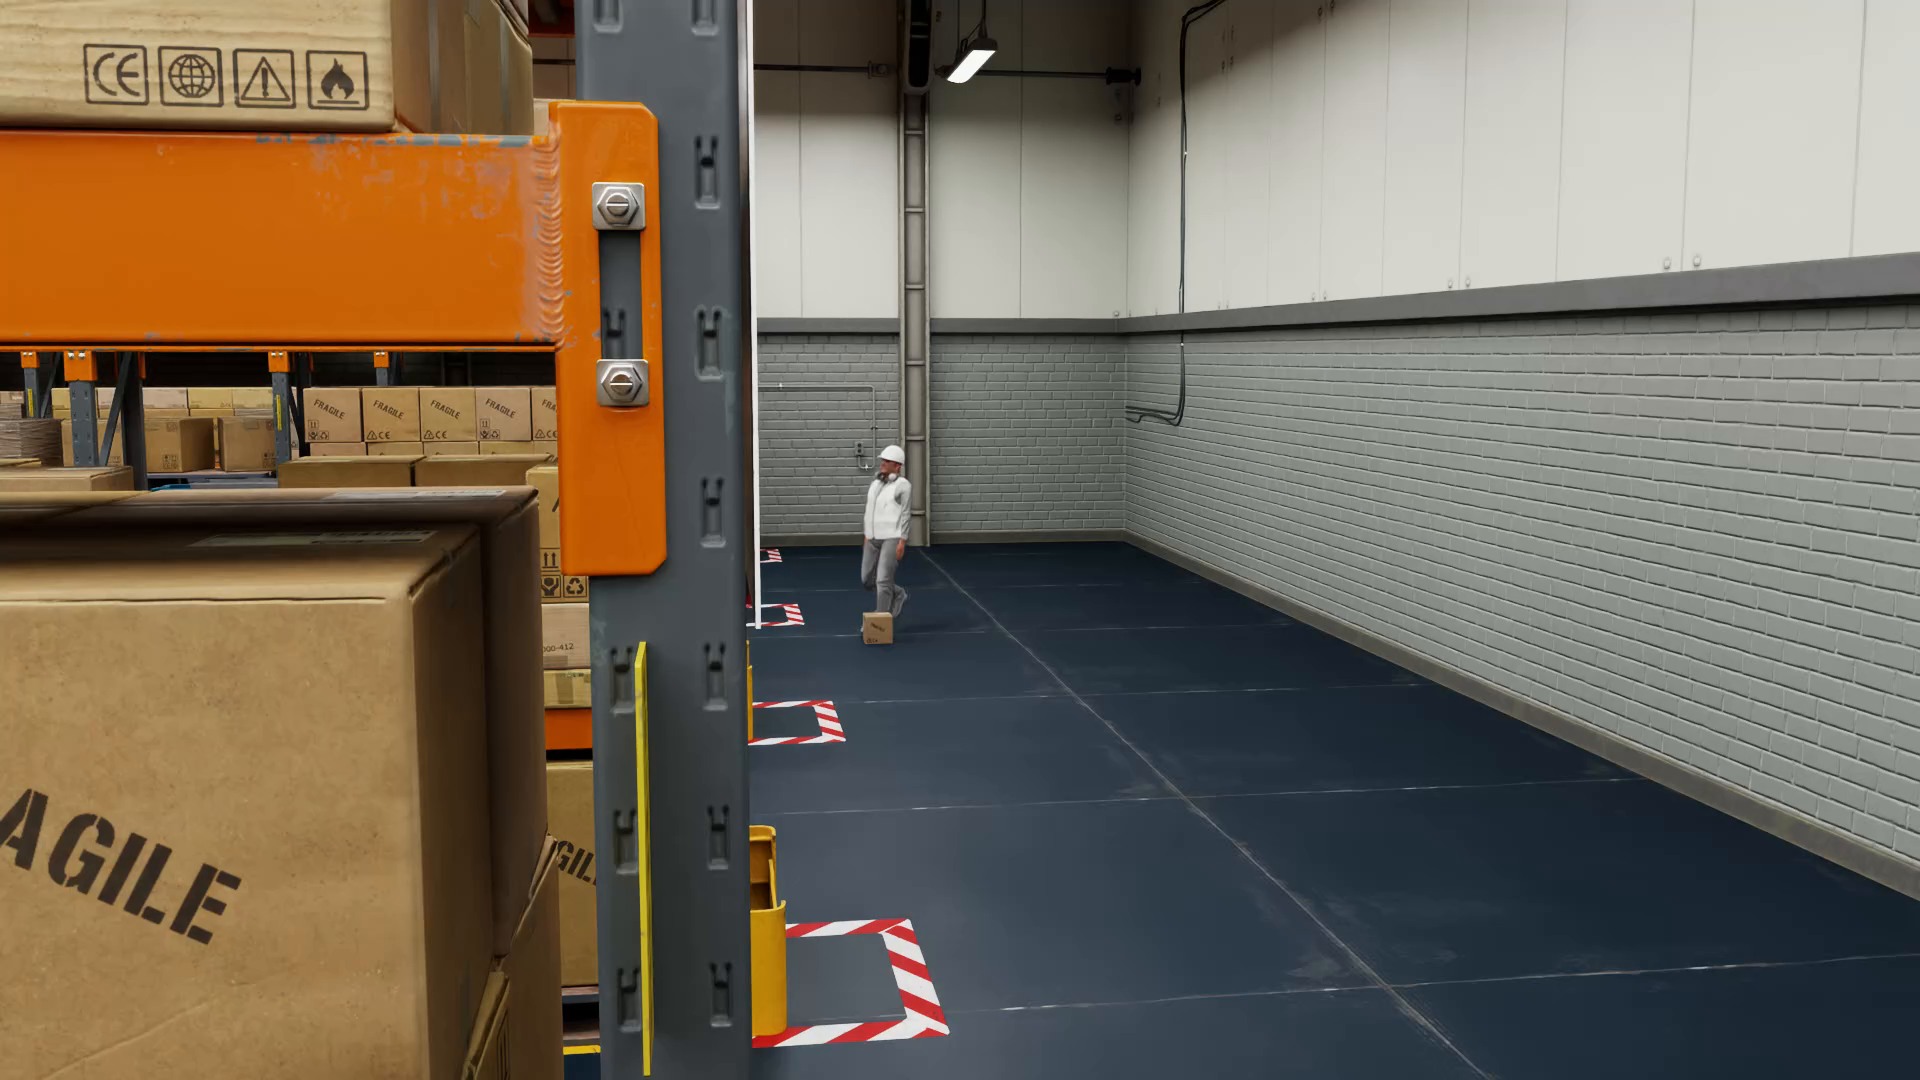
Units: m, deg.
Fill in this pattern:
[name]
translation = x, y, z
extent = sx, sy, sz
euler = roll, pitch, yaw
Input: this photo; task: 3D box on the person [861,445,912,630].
[person]
translation = -0.695, -0.016, 15.726
extent = 0.554, 1.758, 0.733
euler = 6, 9, 42
